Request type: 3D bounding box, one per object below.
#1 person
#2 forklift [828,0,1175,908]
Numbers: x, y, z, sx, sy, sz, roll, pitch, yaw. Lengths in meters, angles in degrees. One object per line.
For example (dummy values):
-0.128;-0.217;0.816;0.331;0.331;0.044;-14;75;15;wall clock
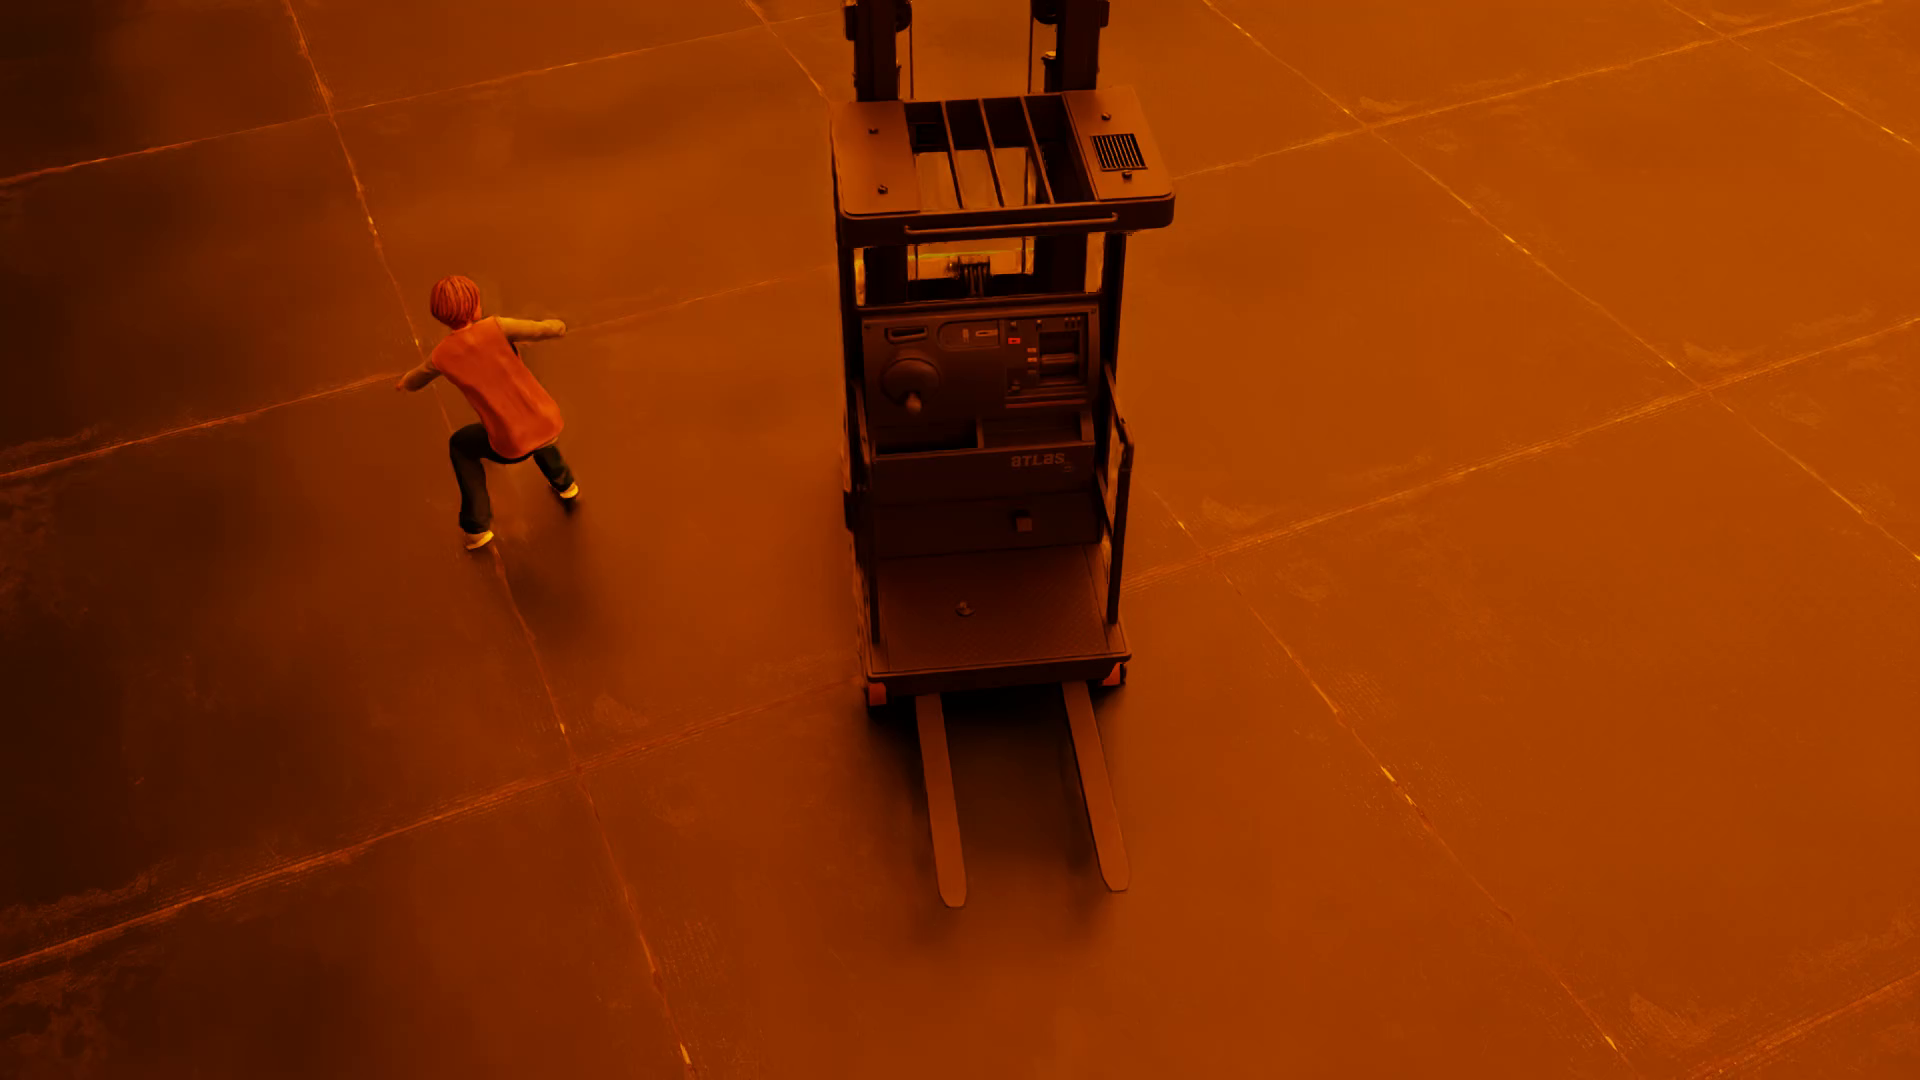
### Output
-2.115;-0.637;7.551;0.686;1.350;0.811;-26;49;-25;person
0.111;-0.619;6.344;1.130;2.935;3.031;-4;43;-5;forklift
